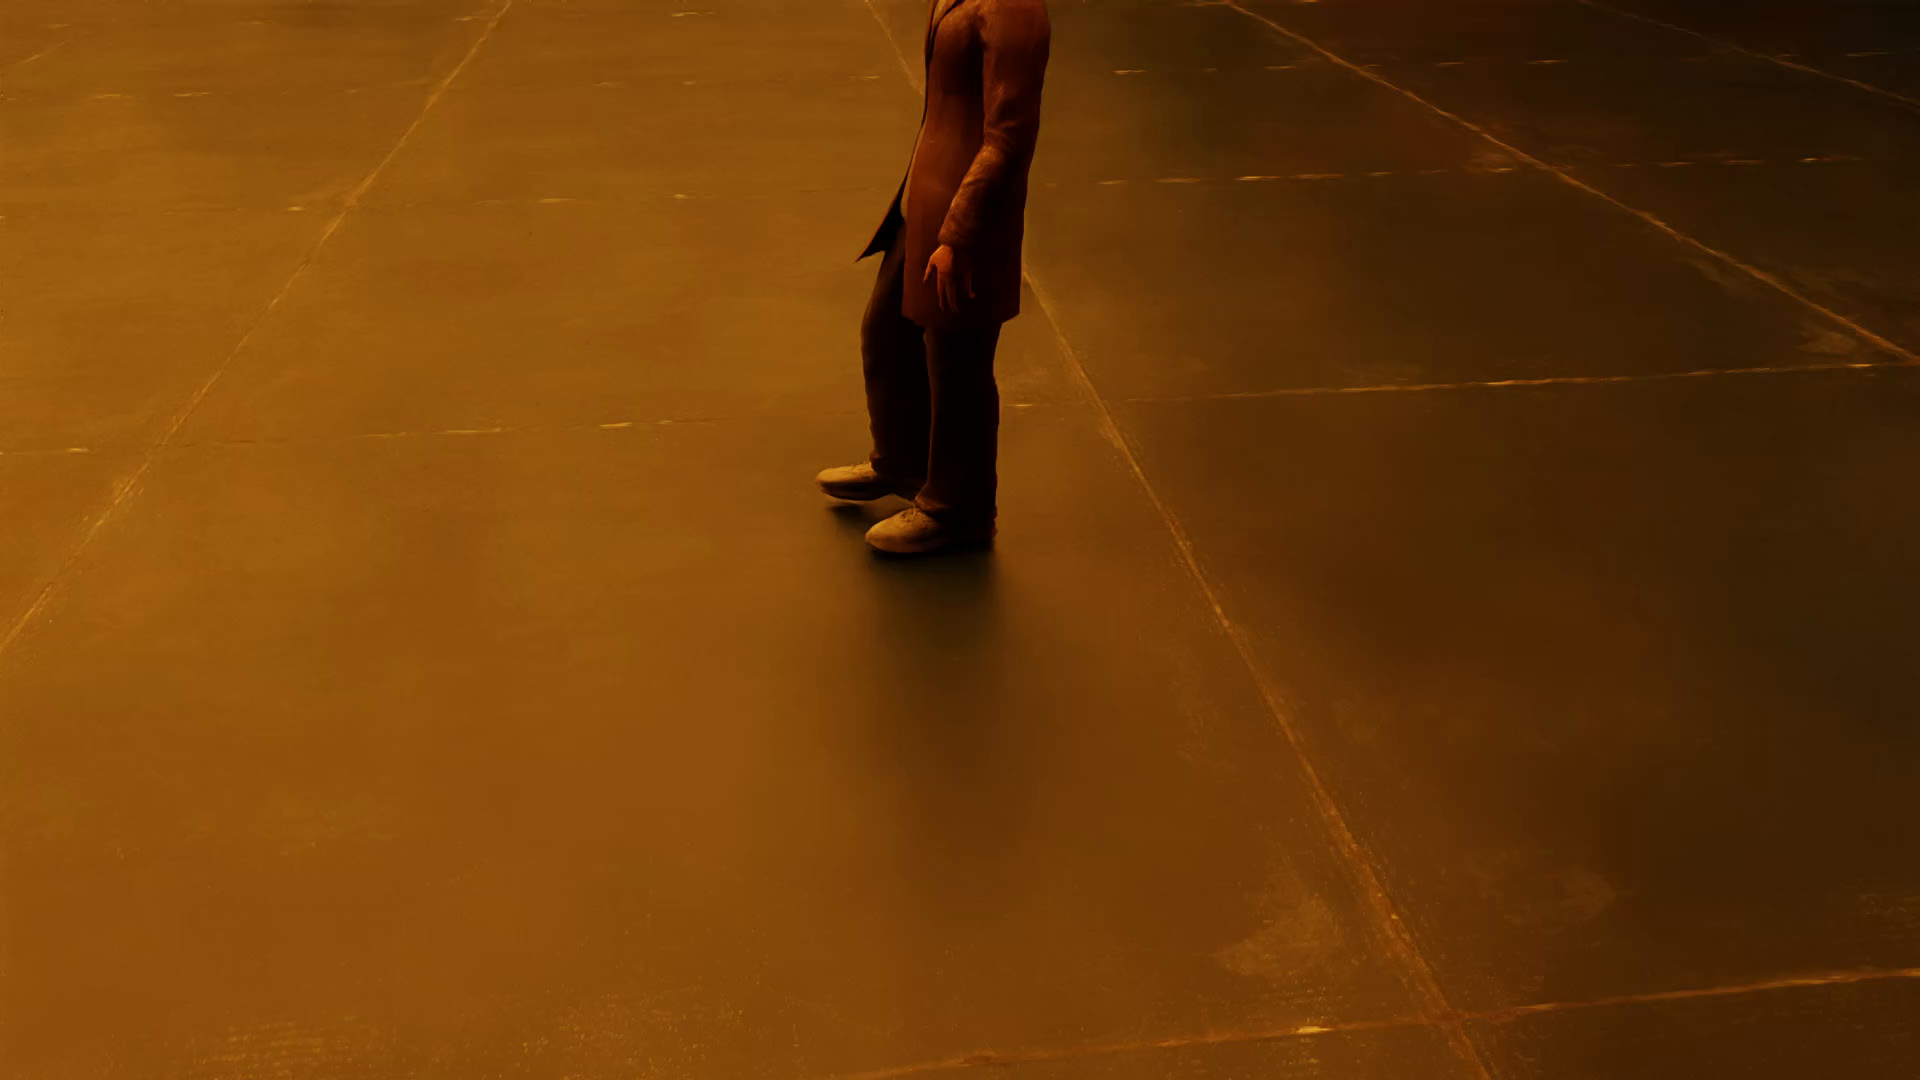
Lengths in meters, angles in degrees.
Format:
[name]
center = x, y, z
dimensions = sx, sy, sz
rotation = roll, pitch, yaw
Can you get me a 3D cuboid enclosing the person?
[person]
center = -0.089, -0.805, 4.210
dimensions = 0.586, 1.775, 0.694
rotation = -3, 26, -7
